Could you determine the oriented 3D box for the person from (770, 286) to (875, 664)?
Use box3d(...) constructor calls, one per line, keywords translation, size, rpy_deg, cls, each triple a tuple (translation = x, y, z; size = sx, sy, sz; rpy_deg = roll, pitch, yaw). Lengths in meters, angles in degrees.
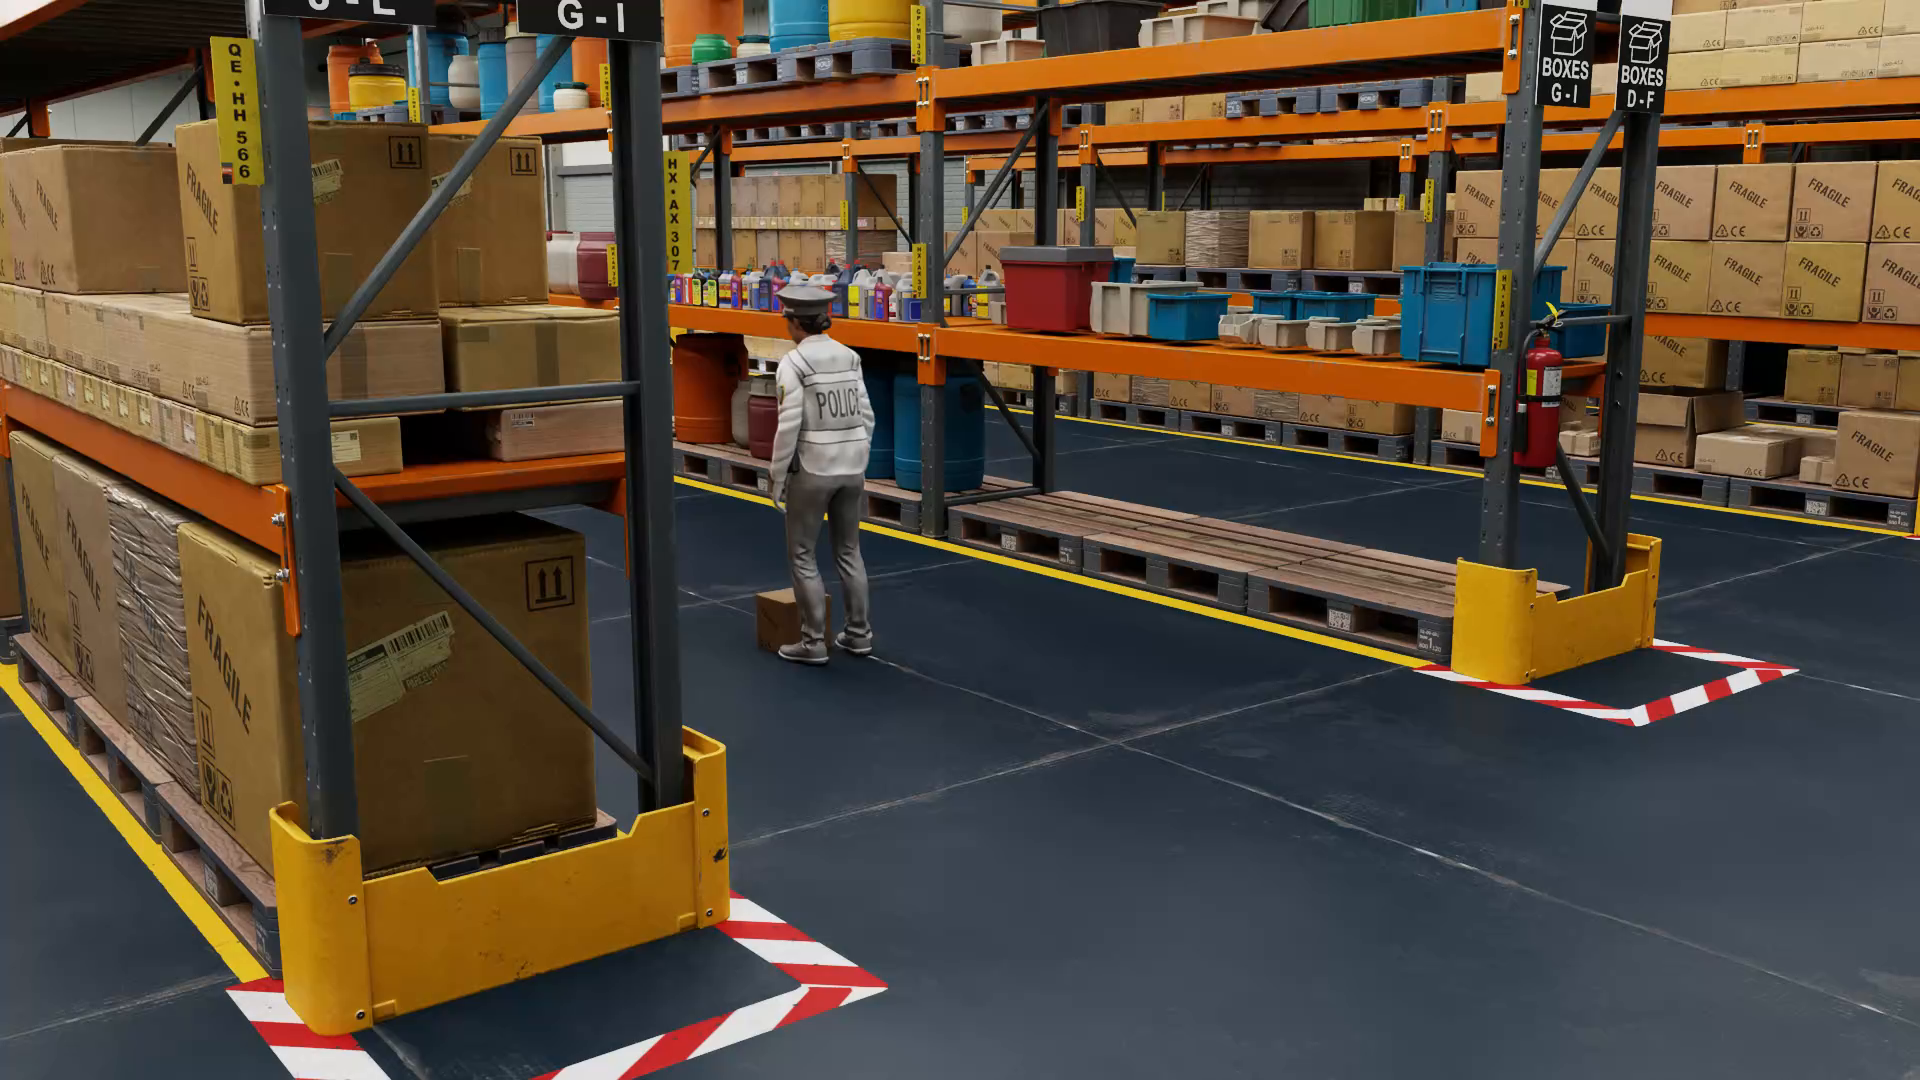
box3d(translation=(-0.614, -0.282, 7.374), size=(0.539, 1.662, 0.374), rpy_deg=(-10, 15, -41), cls="person")
